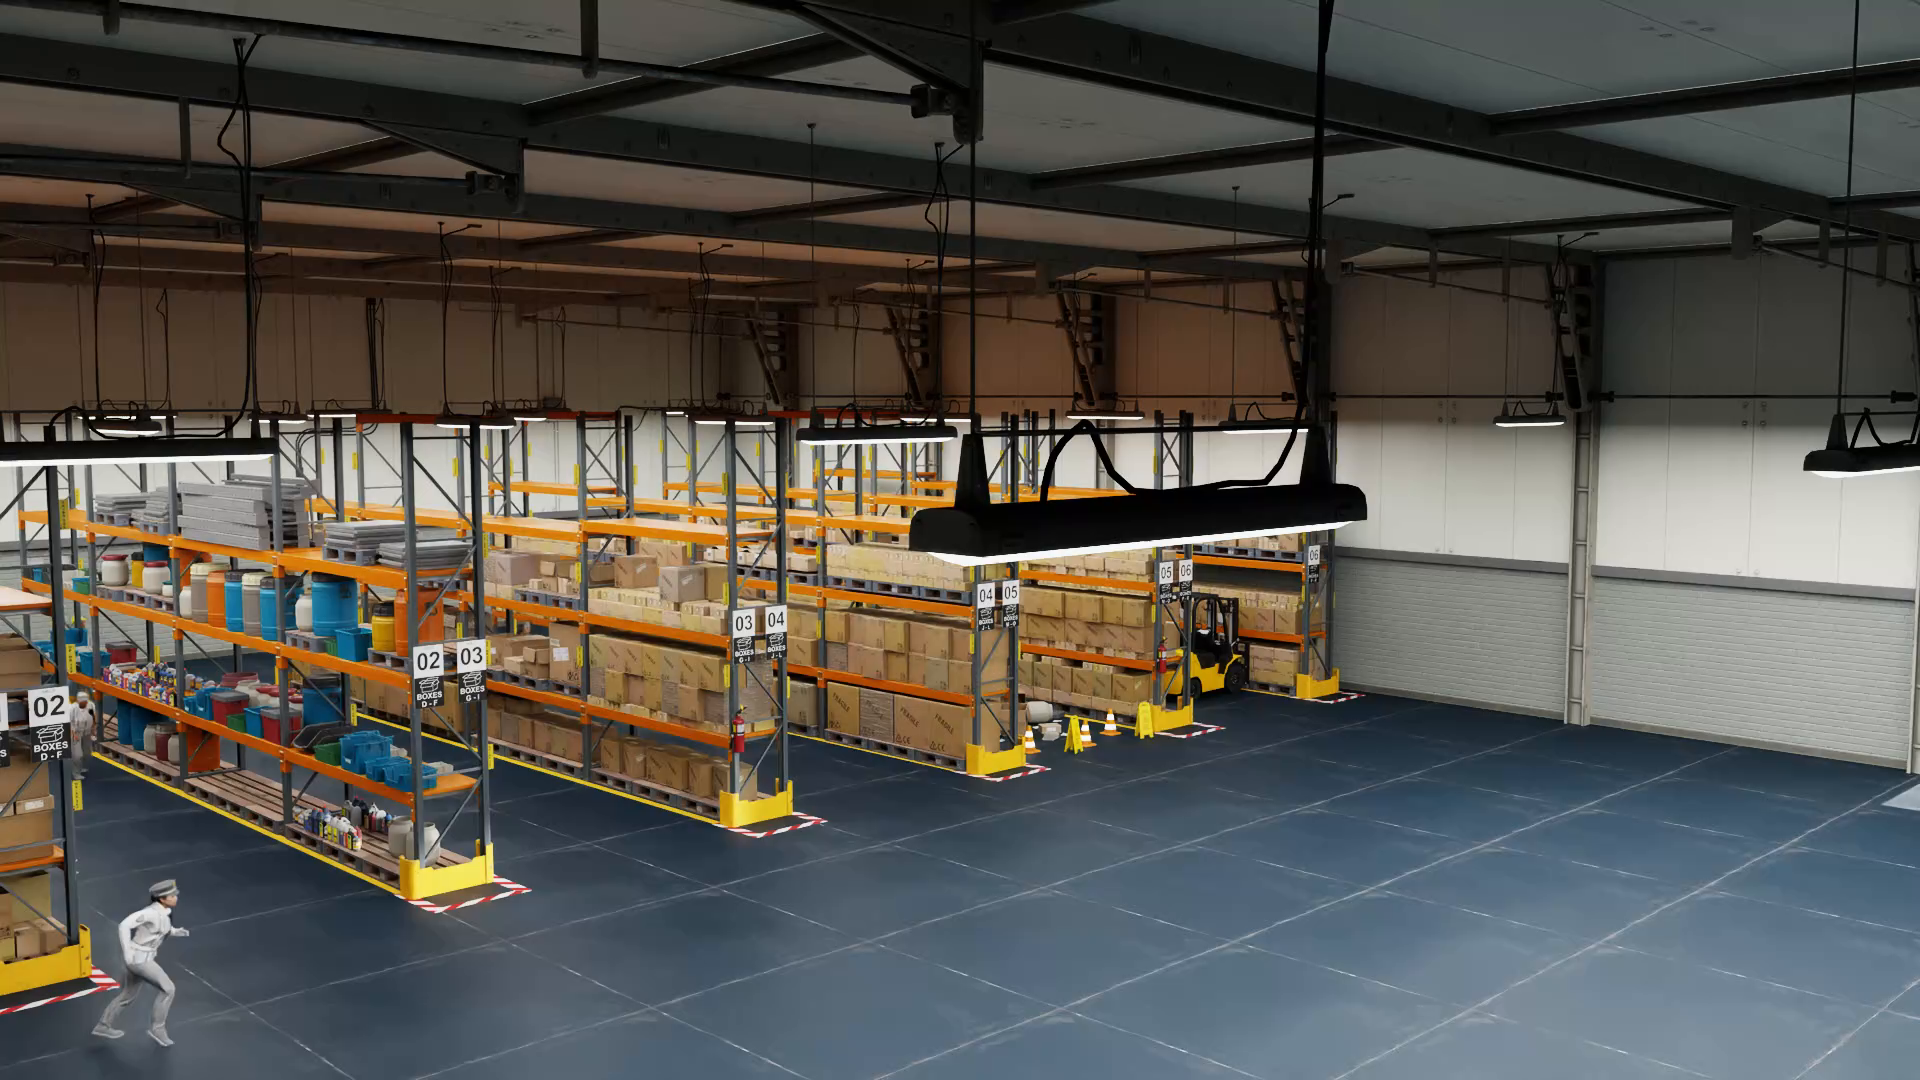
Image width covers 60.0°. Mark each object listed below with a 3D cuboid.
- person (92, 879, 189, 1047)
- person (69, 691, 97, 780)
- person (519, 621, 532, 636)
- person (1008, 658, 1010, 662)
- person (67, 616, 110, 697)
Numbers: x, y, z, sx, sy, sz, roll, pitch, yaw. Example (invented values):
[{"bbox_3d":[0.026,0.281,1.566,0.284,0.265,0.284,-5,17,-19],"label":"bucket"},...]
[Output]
[{"bbox_3d":[-7.975,4.144,16.185,0.876,1.662,0.655,-1,5,-11],"label":"person"},{"bbox_3d":[-14.530,3.198,27.440,0.912,1.515,0.642,3,6,28],"label":"person"},{"bbox_3d":[-8.913,2.526,34.191,0.559,1.738,0.812,-5,7,-44],"label":"person"},{"bbox_3d":[0.886,2.154,37.682,1.063,1.749,0.693,4,7,40],"label":"person"},{"bbox_3d":[-18.289,2.437,34.624,0.985,1.759,0.750,-3,6,-31],"label":"person"}]
